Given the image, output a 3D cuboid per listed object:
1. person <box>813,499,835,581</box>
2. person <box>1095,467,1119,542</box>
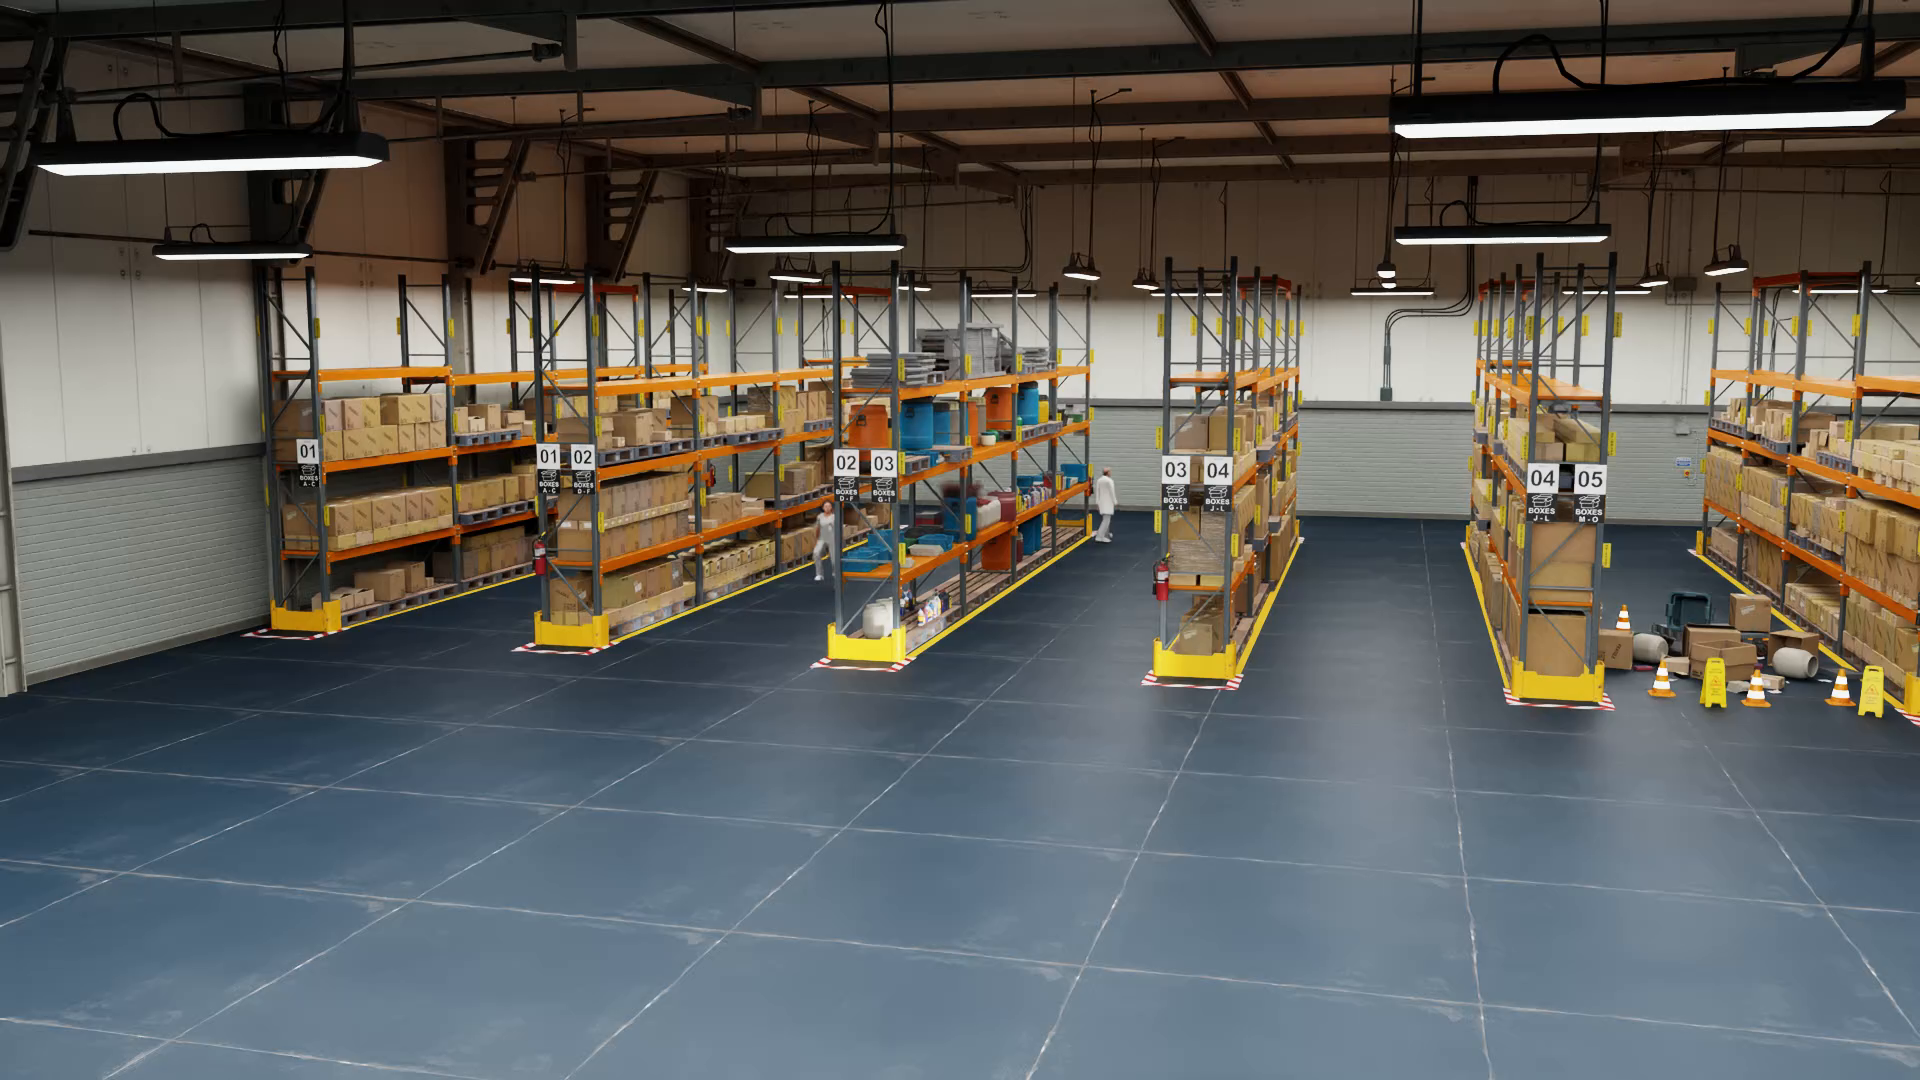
[{"bbox_3d":[-2.531,-0.012,31.522,0.520,1.517,1.080,1,7,6],"label":"person"},{"bbox_3d":[3.427,-0.835,39.112,0.799,1.773,0.617,-4,8,-31],"label":"person"}]
